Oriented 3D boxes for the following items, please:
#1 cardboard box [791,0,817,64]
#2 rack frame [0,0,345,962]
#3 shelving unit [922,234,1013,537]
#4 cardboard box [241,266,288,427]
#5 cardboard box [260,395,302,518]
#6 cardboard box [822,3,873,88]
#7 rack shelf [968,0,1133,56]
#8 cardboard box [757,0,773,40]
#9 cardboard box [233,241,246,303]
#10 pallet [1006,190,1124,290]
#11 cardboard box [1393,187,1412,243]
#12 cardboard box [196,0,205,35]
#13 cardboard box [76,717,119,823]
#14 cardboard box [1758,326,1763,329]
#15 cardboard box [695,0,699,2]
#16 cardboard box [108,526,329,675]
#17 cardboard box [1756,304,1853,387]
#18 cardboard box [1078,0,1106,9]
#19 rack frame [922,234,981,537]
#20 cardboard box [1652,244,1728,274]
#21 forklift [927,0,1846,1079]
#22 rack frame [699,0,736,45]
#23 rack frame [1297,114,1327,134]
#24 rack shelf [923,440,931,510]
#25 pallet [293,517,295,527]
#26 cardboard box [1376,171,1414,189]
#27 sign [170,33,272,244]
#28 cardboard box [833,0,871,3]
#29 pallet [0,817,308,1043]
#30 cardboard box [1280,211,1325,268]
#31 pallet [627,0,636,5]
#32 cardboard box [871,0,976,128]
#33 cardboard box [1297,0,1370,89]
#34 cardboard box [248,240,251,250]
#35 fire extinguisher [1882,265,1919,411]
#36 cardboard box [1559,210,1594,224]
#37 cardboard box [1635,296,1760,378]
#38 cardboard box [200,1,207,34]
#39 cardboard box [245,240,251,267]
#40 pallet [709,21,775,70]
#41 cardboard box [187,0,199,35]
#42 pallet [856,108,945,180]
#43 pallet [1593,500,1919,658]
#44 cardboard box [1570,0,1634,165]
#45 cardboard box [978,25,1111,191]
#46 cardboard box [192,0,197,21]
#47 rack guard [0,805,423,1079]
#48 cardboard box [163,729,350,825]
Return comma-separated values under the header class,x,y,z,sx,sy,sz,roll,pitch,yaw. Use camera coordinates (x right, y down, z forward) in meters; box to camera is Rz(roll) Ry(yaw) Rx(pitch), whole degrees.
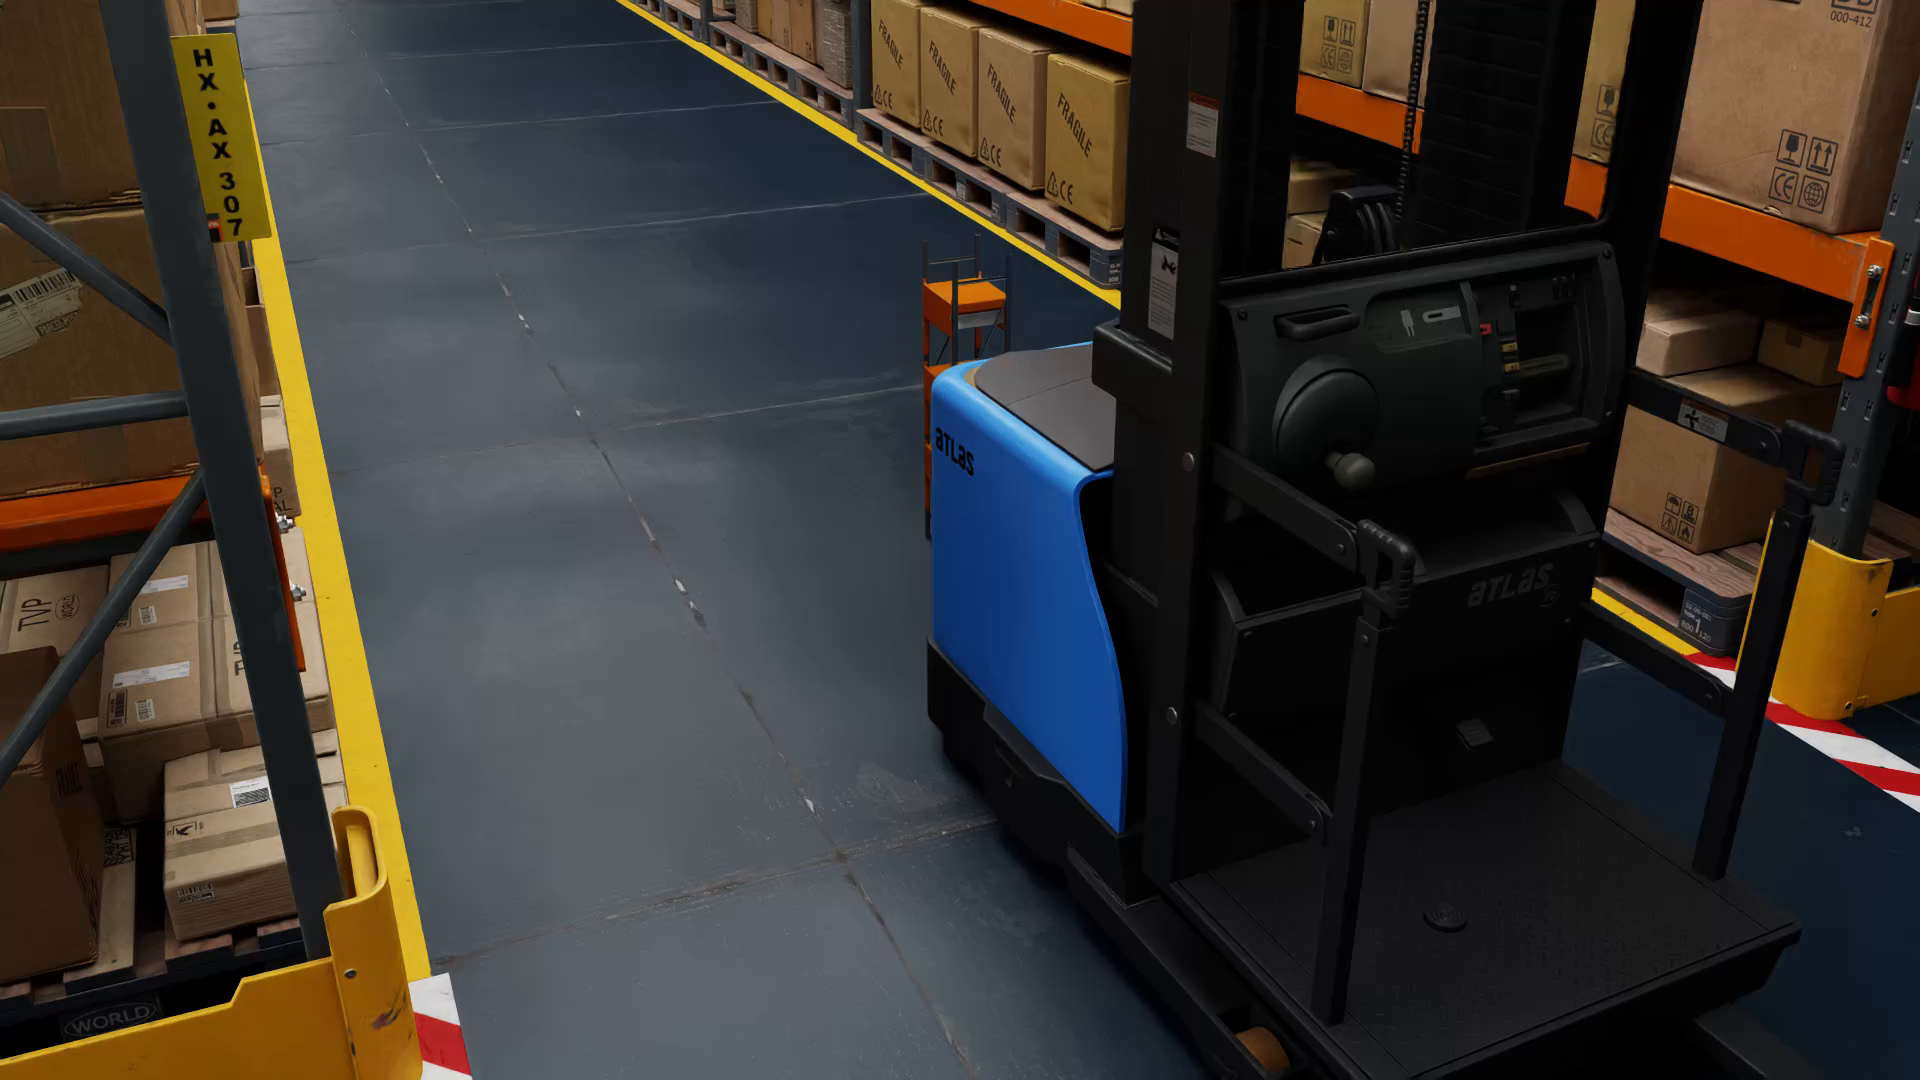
class,x,y,z,sx,sy,sz,roll,pitch,yaw
cardboard box,-0.898,-4.015,12.903,0.700,0.500,0.500,-11,28,-21
rack frame,-1.676,-0.153,2.645,1.000,3.000,0.127,-11,28,-21
shelving unit,0.021,-0.450,5.475,0.215,1.050,0.252,-11,28,-21
cardboard box,-2.758,-0.661,6.033,0.500,0.500,0.500,-11,28,-21
cardboard box,-2.465,-0.274,5.455,0.500,0.311,0.500,-11,28,-21
cardboard box,-0.582,-3.592,12.035,0.700,0.500,0.500,-10,28,-20
rack shelf,0.531,-3.105,9.511,1.077,0.370,4.000,-11,28,-21
cardboard box,-1.267,-4.431,13.753,0.700,0.500,0.500,-11,28,-22
cardboard box,-2.008,-0.833,3.924,0.500,0.500,0.500,-11,28,-21
pallet,0.943,-1.666,8.922,1.003,0.211,1.213,-11,28,-21
cardboard box,1.683,-1.278,6.580,0.380,0.149,0.250,-11,28,-22
cardboard box,-2.404,-1.241,4.758,0.500,0.500,0.500,-10,28,-19
cardboard box,-2.191,0.566,3.900,0.380,0.166,0.250,-11,28,-21
cardboard box,2.318,-0.539,5.805,0.700,0.500,0.500,-11,28,-21
cardboard box,-2.262,-5.337,15.610,0.500,0.500,0.500,-13,29,-24
cardboard box,-2.020,0.213,4.528,0.500,0.250,0.500,-11,28,-21
cardboard box,2.747,-0.612,5.216,0.380,0.149,0.250,-10,28,-20
cardboard box,0.801,-2.703,8.130,0.380,0.149,0.250,-10,28,-20
rack frame,-0.027,-0.499,5.576,0.200,1.050,0.008,-11,28,-21
cardboard box,2.451,-0.918,5.842,0.380,0.149,0.250,-10,28,-20
forklift,1.011,-0.303,3.030,1.130,2.935,3.031,-12,29,-23
rack frame,-1.819,-5.850,14.314,1.000,3.000,0.127,-11,28,-21
rack frame,1.314,-2.621,7.699,1.000,3.000,0.127,-11,28,-21
rack shelf,0.021,-0.191,5.602,0.215,0.259,0.240,-11,28,-21
pallet,-2.974,-0.238,5.996,1.003,0.211,1.213,-11,28,-21
cardboard box,1.950,-1.432,6.896,0.380,0.149,0.250,-12,28,-22
sign,-1.177,-0.636,2.646,0.100,0.325,0.005,-11,28,-21
cardboard box,-0.748,-4.170,12.364,0.500,0.250,0.500,-10,28,-20
pallet,-2.019,0.747,3.979,1.003,0.211,1.213,-11,28,-21
cardboard box,1.706,-1.163,7.084,0.700,0.500,0.500,-11,28,-21
pallet,-3.070,-5.847,17.486,1.003,0.211,1.213,-11,28,-21
cardboard box,-0.085,-3.139,10.732,0.750,0.750,0.750,-11,28,-21
cardboard box,1.792,-2.238,6.573,0.980,0.700,0.700,-11,28,-22
cardboard box,-3.813,-1.700,8.161,0.500,0.500,0.500,-12,28,-23
fire extinguisher,2.515,-0.664,4.203,0.296,0.674,0.183,-11,28,-21
cardboard box,2.249,-1.124,6.264,0.380,0.149,0.250,-10,28,-20
cardboard box,2.296,-0.649,5.291,0.380,0.149,0.250,-11,28,-21
cardboard box,-2.811,-1.655,5.608,0.500,0.500,0.500,-10,28,-20
cardboard box,-3.208,-1.080,6.890,0.500,0.500,0.500,-12,28,-23
pallet,-1.513,-4.283,14.282,1.003,0.211,1.213,-11,28,-21
cardboard box,-2.010,-1.285,3.709,0.500,0.500,0.500,-10,28,-20
pallet,-0.013,-2.651,10.940,1.003,0.211,1.213,-11,28,-21
pallet,2.495,-0.062,5.637,1.003,0.211,1.213,-11,28,-21
cardboard box,2.376,-1.637,5.342,0.980,0.700,0.700,-11,28,-21
cardboard box,0.589,-2.442,9.304,0.750,0.750,0.750,-10,28,-19
cardboard box,-2.406,-1.693,4.545,0.500,0.500,0.500,-10,28,-20
rack guard,-1.706,0.939,3.257,1.175,0.500,0.348,-11,28,-21
cardboard box,-1.622,0.593,3.844,0.380,0.166,0.250,-11,28,-21
